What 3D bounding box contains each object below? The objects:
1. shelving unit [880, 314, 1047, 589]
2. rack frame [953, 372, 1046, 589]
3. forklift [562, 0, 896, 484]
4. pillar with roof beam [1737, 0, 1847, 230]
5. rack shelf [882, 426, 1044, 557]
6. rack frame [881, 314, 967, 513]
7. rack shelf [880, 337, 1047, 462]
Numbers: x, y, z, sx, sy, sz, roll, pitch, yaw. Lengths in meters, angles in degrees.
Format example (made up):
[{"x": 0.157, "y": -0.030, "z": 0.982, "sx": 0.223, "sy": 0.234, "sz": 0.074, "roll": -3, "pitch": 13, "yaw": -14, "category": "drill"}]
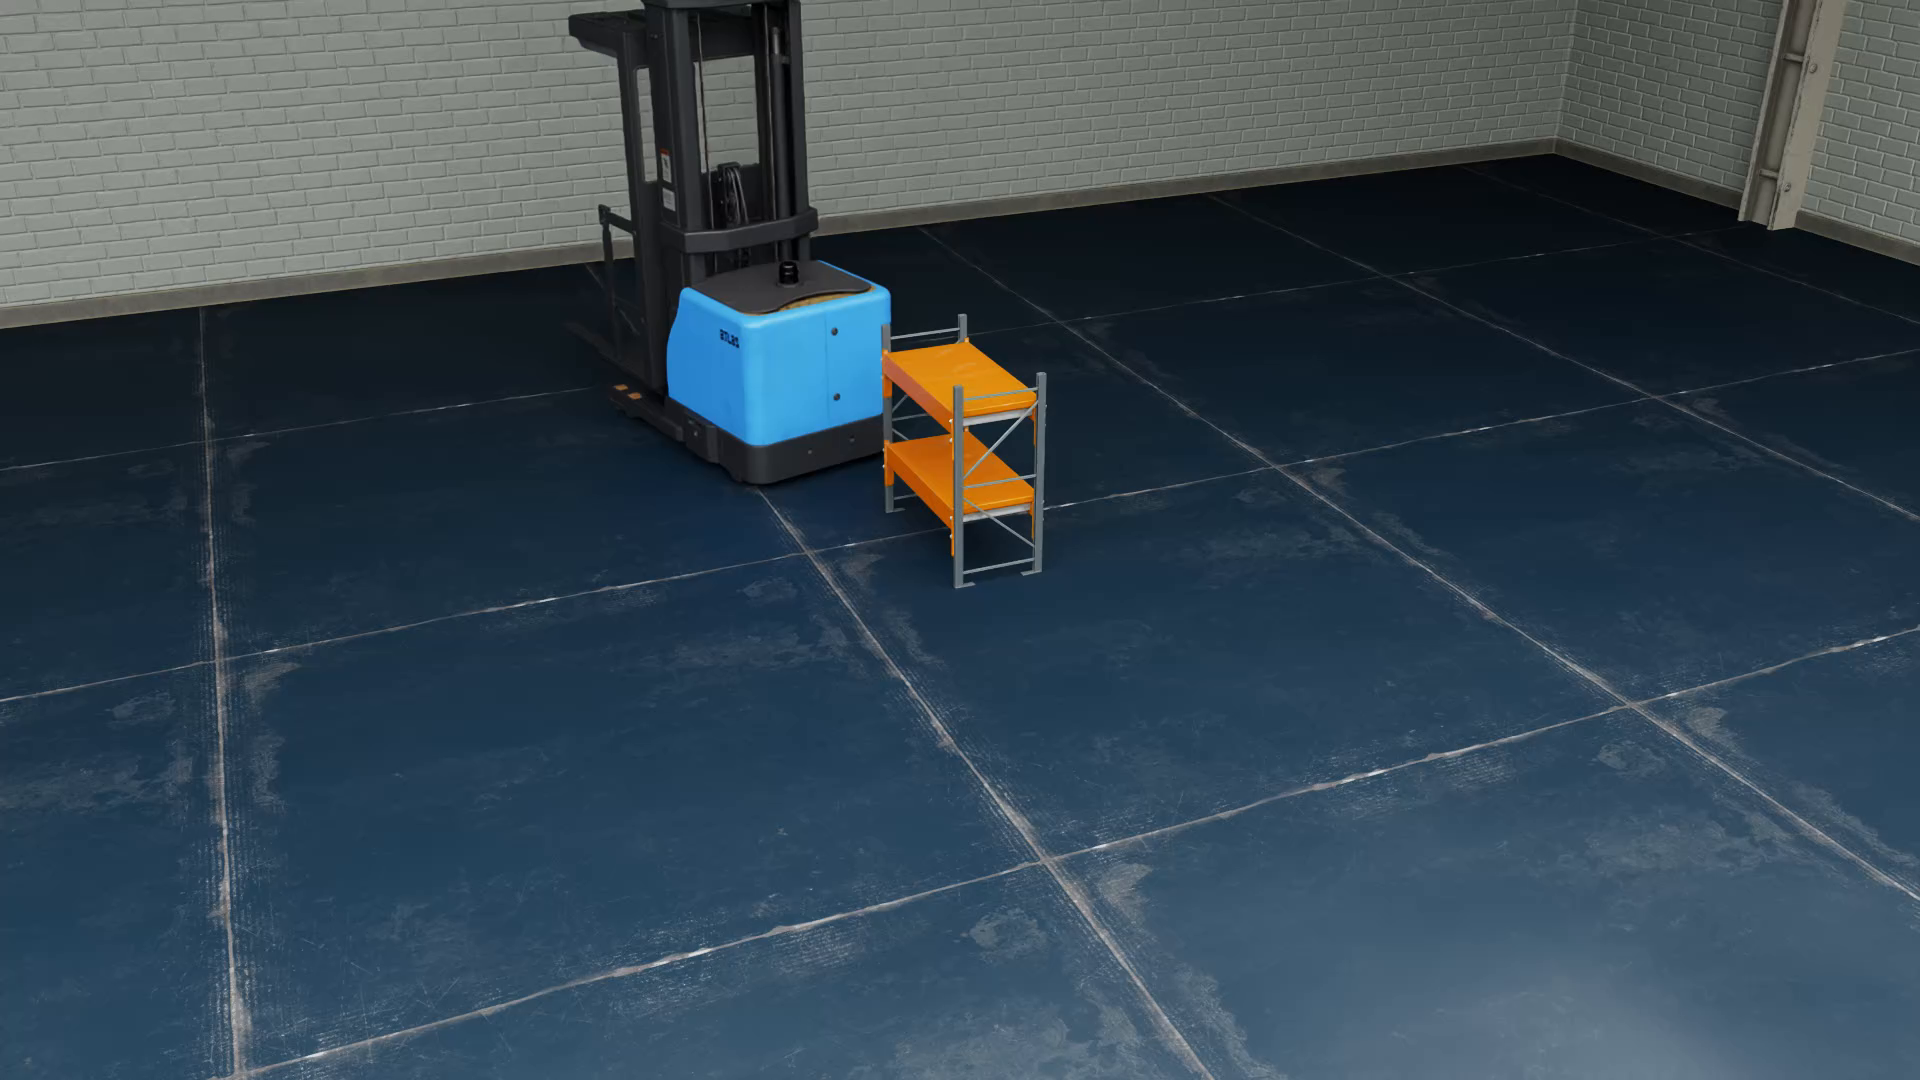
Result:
[{"x": 0.003, "y": -0.503, "z": 8.998, "sx": 0.538, "sy": 1.125, "sz": 1.048, "roll": -11, "pitch": 28, "yaw": -21, "category": "shelving unit"}, {"x": 0.202, "y": -0.298, "z": 8.577, "sx": 0.500, "sy": 1.125, "sz": 0.032, "roll": -11, "pitch": 28, "yaw": -21, "category": "rack frame"}, {"x": -1.681, "y": -2.229, "z": 10.474, "sx": 1.130, "sy": 2.935, "sz": 3.031, "roll": -18, "pitch": 31, "yaw": -33, "category": "forklift"}, {"x": 3.398, "y": -6.195, "z": 11.682, "sx": 9.100, "sy": 9.000, "sz": 0.400, "roll": -11, "pitch": 28, "yaw": -21, "category": "pillar with roof beam"}, {"x": 0.003, "y": -0.283, "z": 9.105, "sx": 0.538, "sy": 0.278, "sz": 1.000, "roll": -11, "pitch": 28, "yaw": -21, "category": "rack shelf"}, {"x": -0.196, "y": -0.708, "z": 9.418, "sx": 0.500, "sy": 1.125, "sz": 0.032, "roll": -11, "pitch": 28, "yaw": -21, "category": "rack frame"}, {"x": 0.003, "y": -0.766, "z": 8.869, "sx": 0.538, "sy": 0.278, "sz": 1.000, "roll": -11, "pitch": 28, "yaw": -21, "category": "rack shelf"}]
